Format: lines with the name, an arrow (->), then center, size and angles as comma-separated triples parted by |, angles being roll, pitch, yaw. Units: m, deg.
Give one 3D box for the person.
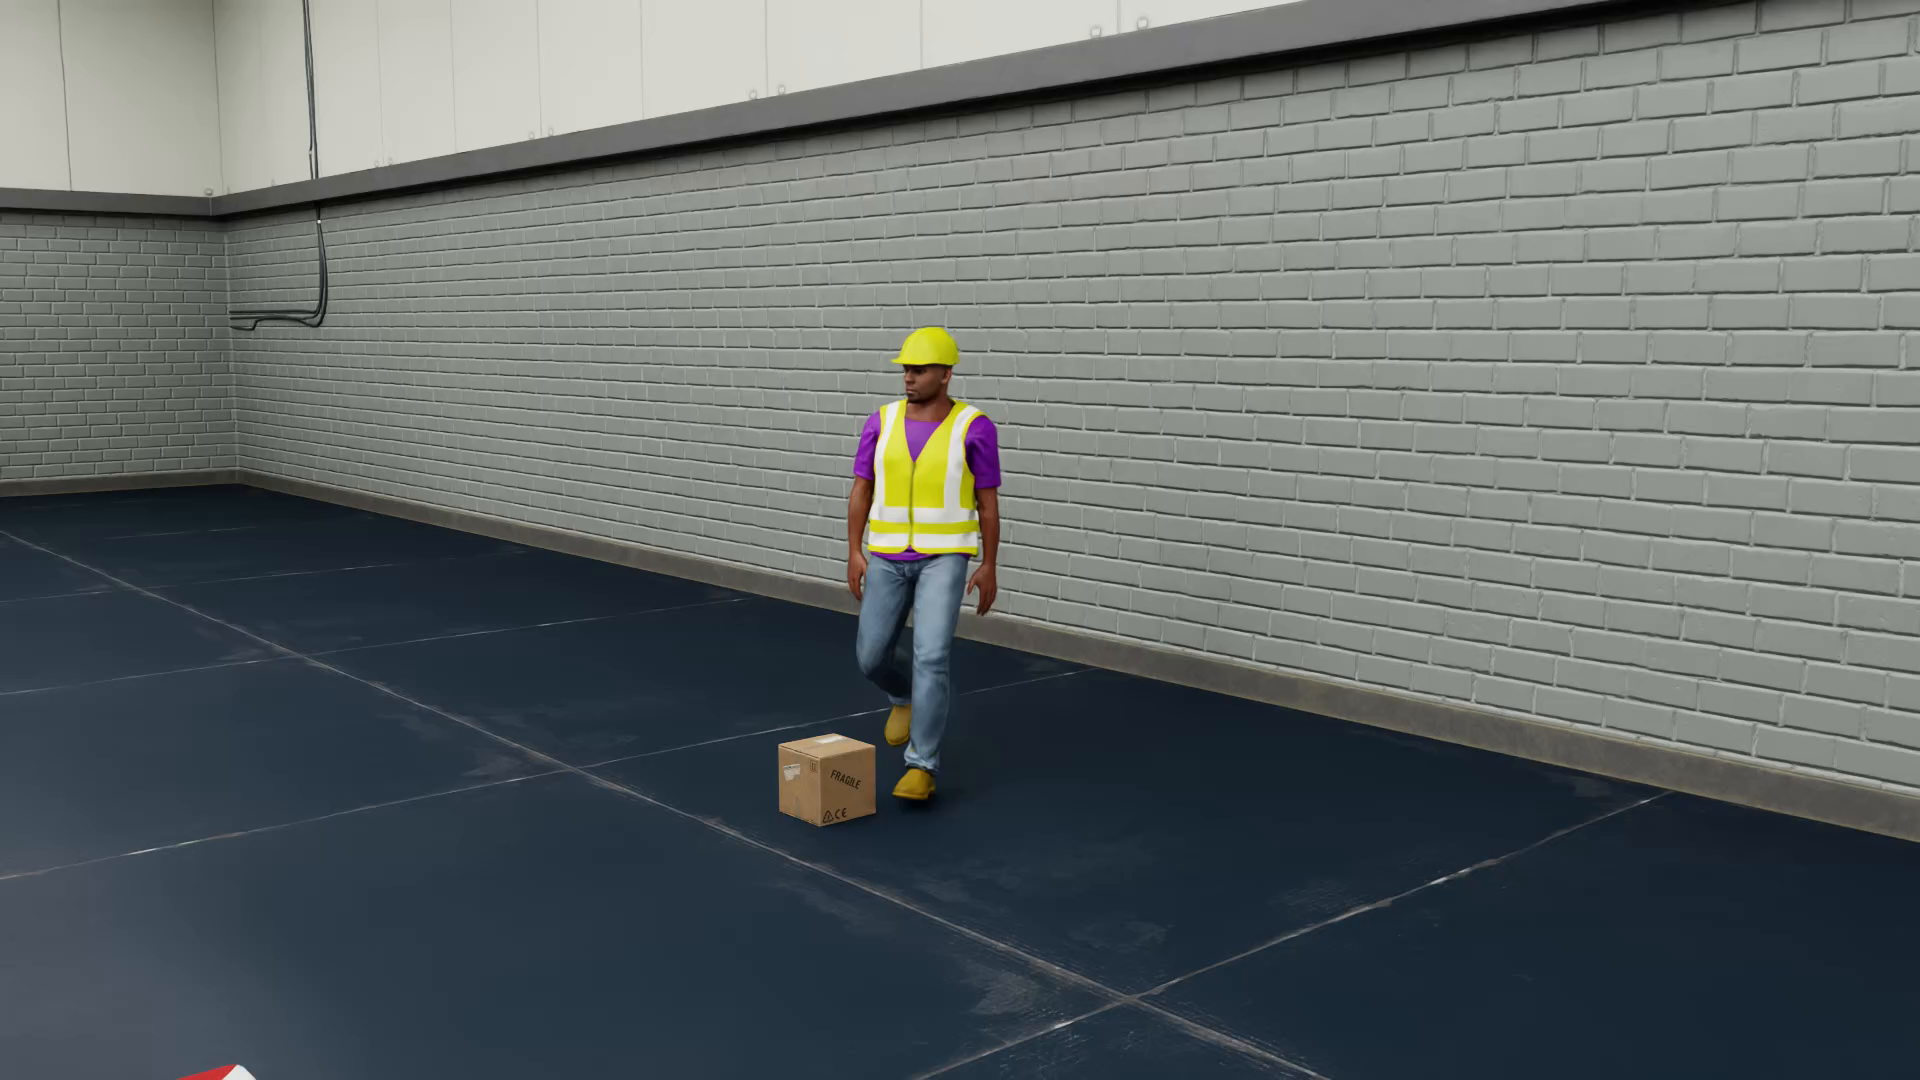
person -> -0.165, 0.063, 6.299 | 0.596, 1.727, 0.890 | 2, 8, 17
